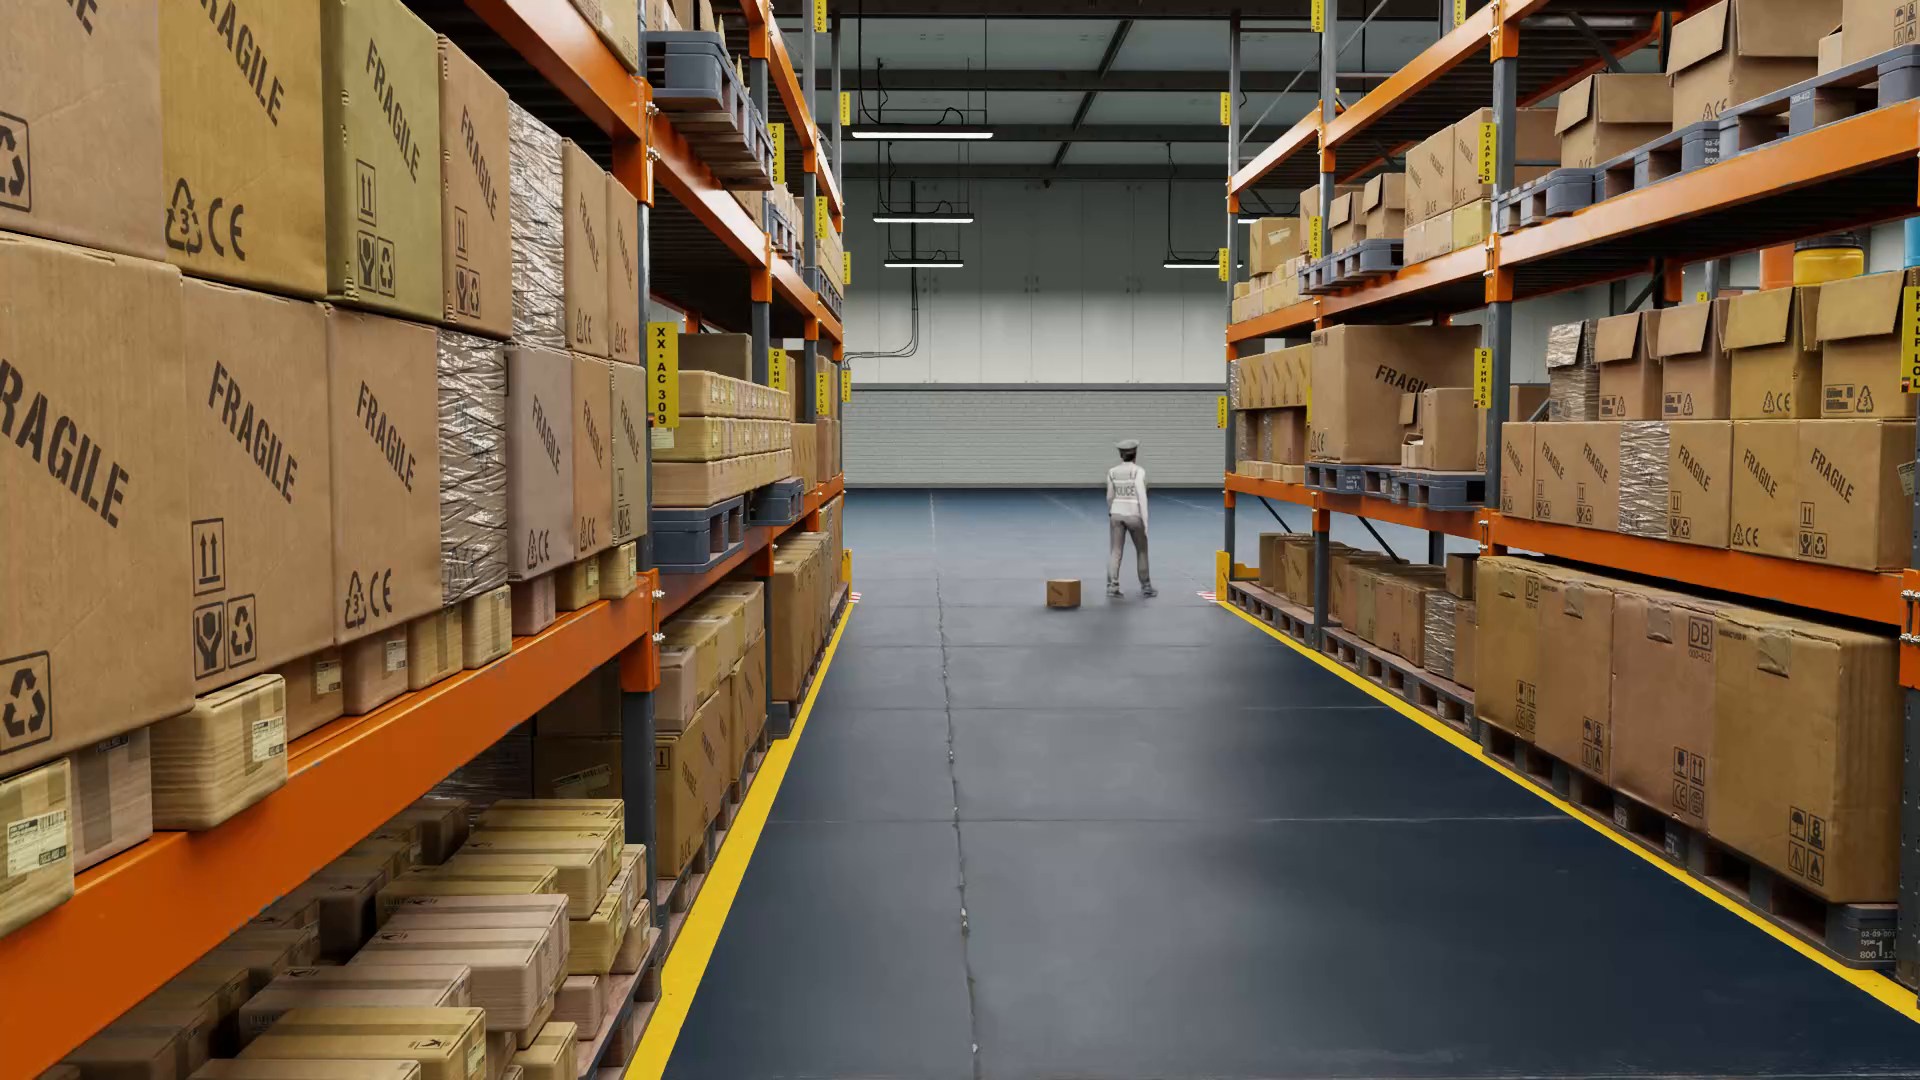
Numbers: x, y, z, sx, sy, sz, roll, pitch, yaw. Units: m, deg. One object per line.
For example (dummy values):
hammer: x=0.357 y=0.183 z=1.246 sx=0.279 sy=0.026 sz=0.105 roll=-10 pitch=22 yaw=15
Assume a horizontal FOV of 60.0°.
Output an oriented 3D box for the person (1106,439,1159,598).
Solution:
person: x=1.768 y=-0.225 z=17.257 sx=0.555 sy=1.645 sz=0.947 roll=2 pitch=4 yaw=29
